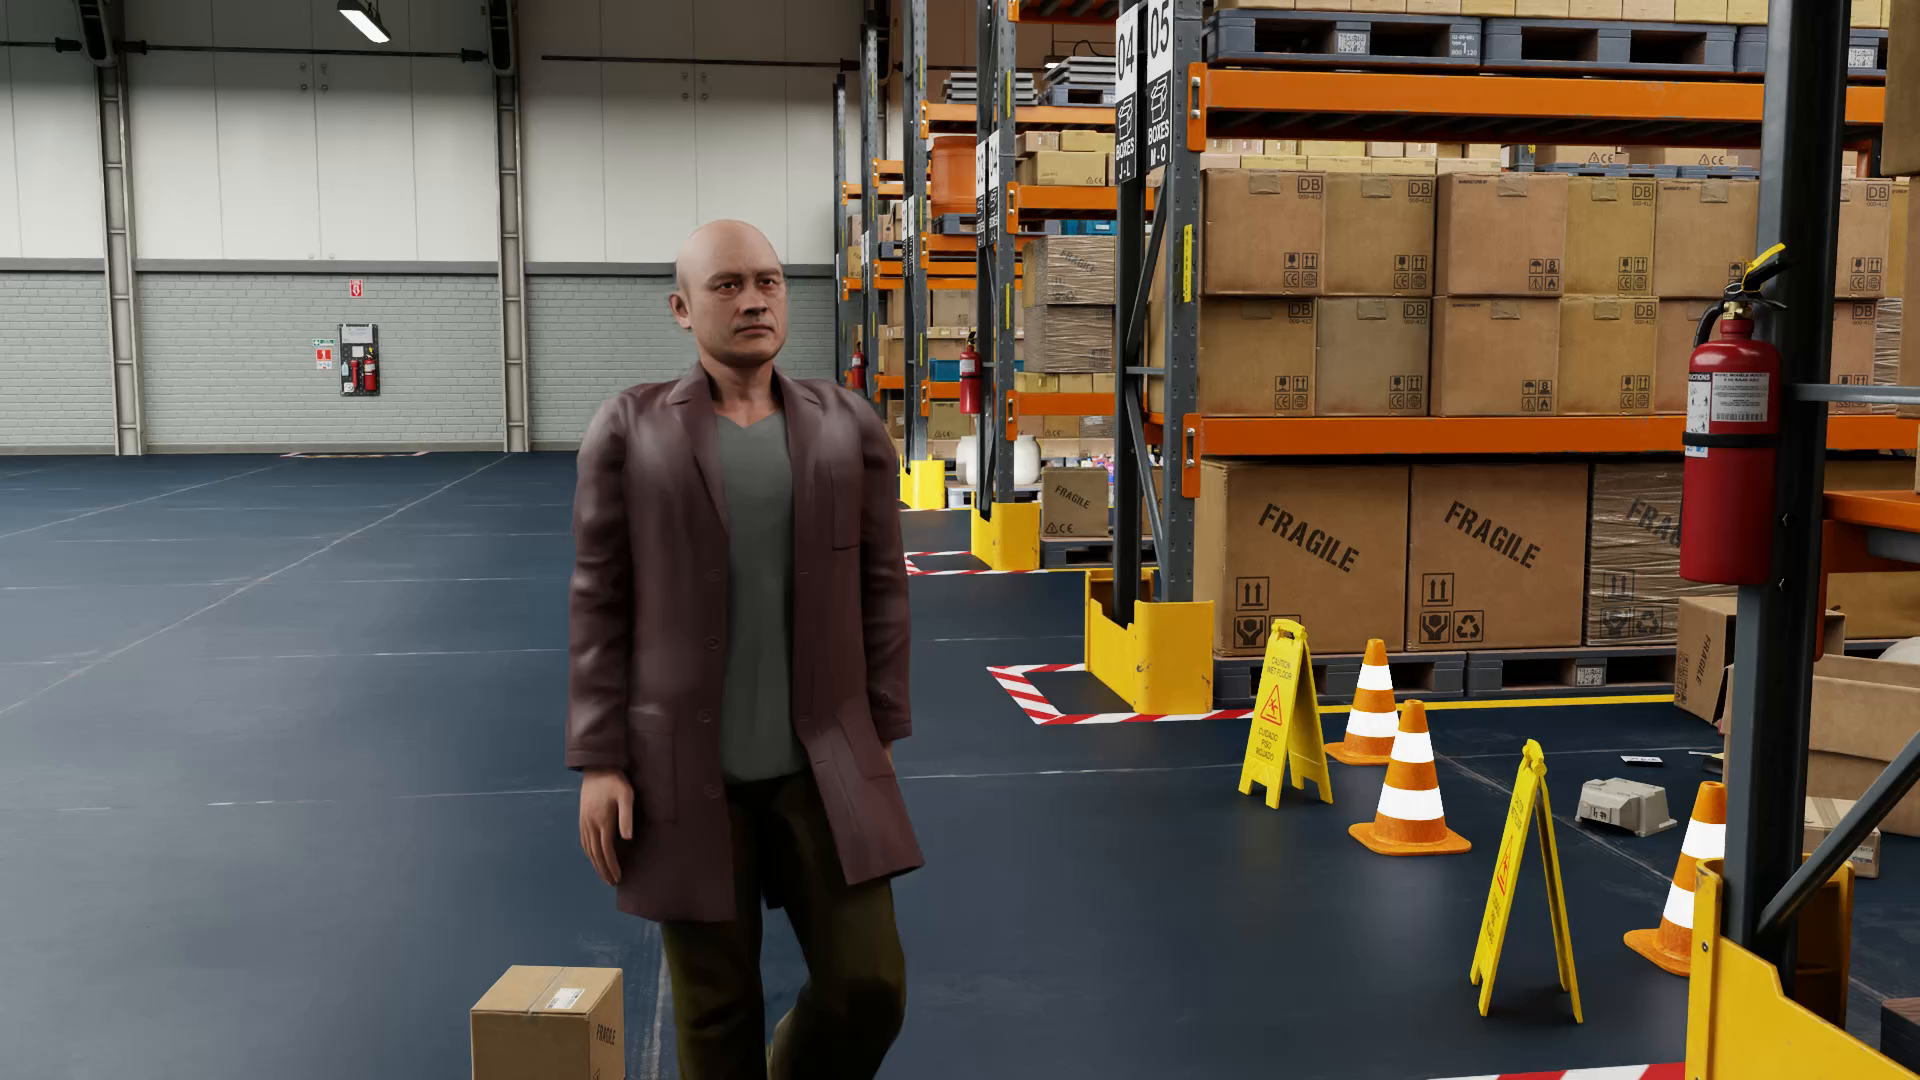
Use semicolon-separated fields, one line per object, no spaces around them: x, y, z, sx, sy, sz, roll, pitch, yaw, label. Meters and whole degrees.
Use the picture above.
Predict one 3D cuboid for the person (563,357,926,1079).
-0.351;0.468;2.761;0.595;1.567;0.527;-2;7;-15;person
